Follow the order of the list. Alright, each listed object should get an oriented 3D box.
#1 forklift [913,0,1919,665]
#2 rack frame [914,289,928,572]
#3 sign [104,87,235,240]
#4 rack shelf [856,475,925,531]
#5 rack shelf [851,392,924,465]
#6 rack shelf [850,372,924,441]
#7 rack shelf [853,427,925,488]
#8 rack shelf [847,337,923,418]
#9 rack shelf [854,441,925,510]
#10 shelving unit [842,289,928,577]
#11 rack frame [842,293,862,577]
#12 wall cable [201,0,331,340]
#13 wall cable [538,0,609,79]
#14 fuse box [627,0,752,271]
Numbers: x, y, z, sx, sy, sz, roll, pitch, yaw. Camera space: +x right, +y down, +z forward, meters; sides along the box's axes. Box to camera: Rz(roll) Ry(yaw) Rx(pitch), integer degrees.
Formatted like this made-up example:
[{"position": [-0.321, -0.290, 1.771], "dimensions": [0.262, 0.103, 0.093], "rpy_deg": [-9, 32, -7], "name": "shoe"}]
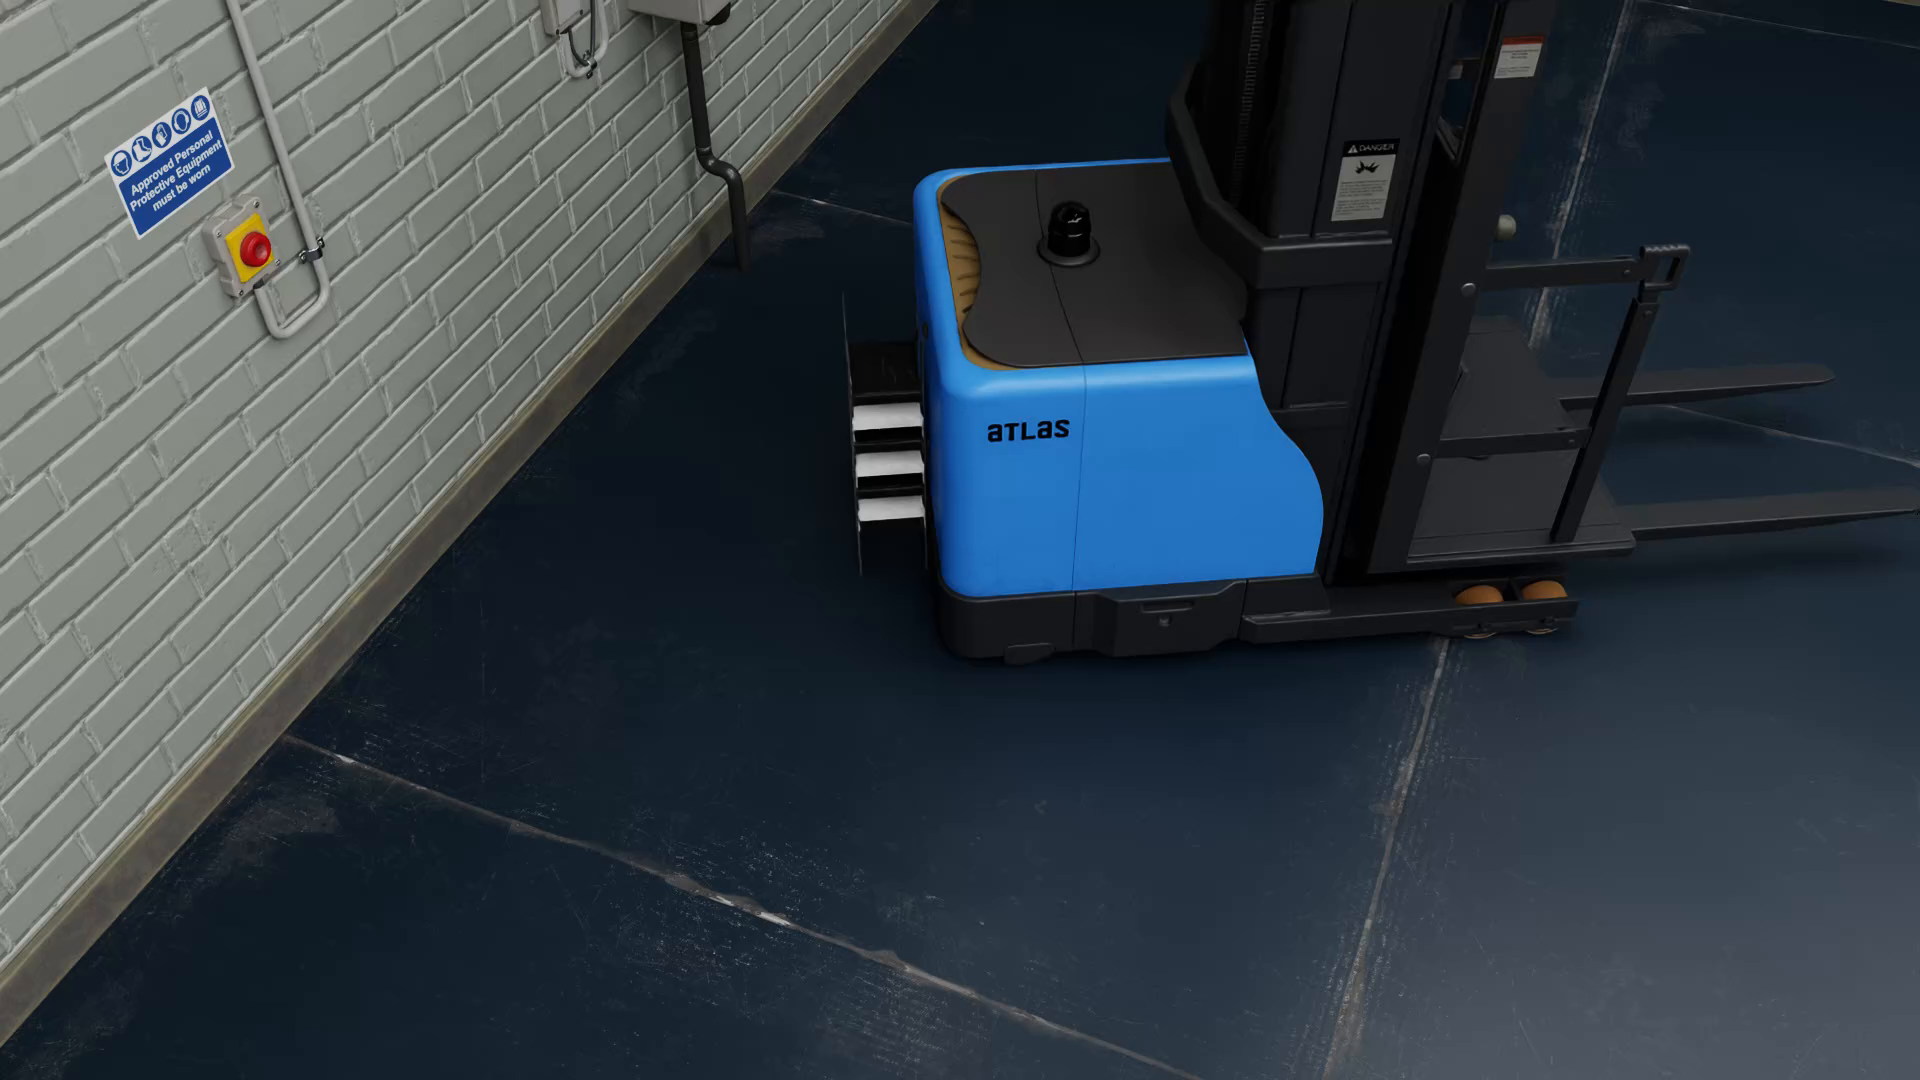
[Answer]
[{"position": [1.402, -1.114, 4.292], "dimensions": [3.031, 2.935, 1.130], "rpy_deg": [-4, 45, -4], "name": "forklift"}, {"position": [-0.115, -0.305, 4.918], "dimensions": [0.006, 0.900, 0.240], "rpy_deg": [-4, 45, -4], "name": "rack frame"}, {"position": [-1.799, -0.862, 3.798], "dimensions": [0.001, 0.218, 0.327], "rpy_deg": [16, 47, 16], "name": "sign"}, {"position": [-0.216, -0.146, 5.062], "dimensions": [0.200, 0.077, 0.258], "rpy_deg": [-4, 45, -4], "name": "rack shelf"}, {"position": [-0.216, -0.338, 4.871], "dimensions": [0.200, 0.077, 0.258], "rpy_deg": [-4, 45, -4], "name": "rack shelf"}, {"position": [-0.216, -0.402, 4.808], "dimensions": [0.200, 0.077, 0.258], "rpy_deg": [-4, 45, -4], "name": "rack shelf"}, {"position": [-0.216, -0.274, 4.935], "dimensions": [0.200, 0.077, 0.258], "rpy_deg": [-4, 45, -4], "name": "rack shelf"}, {"position": [-0.216, -0.465, 4.744], "dimensions": [0.200, 0.077, 0.258], "rpy_deg": [-4, 45, -4], "name": "rack shelf"}, {"position": [-0.216, -0.210, 4.998], "dimensions": [0.200, 0.077, 0.258], "rpy_deg": [-4, 45, -4], "name": "rack shelf"}, {"position": [-0.216, -0.298, 4.911], "dimensions": [0.210, 0.900, 0.258], "rpy_deg": [-4, 45, -4], "name": "shelving unit"}, {"position": [-0.317, -0.290, 4.904], "dimensions": [0.006, 0.900, 0.240], "rpy_deg": [-4, 45, -4], "name": "rack frame"}, {"position": [-1.724, -1.152, 3.539], "dimensions": [0.123, 1.953, 0.585], "rpy_deg": [16, 47, 16], "name": "wall cable"}, {"position": [-1.189, -2.068, 4.481], "dimensions": [0.122, 1.984, 0.588], "rpy_deg": [16, 47, 16], "name": "wall cable"}, {"position": [-0.781, -1.652, 5.697], "dimensions": [0.414, 1.711, 0.539], "rpy_deg": [16, 47, 16], "name": "fuse box"}]
